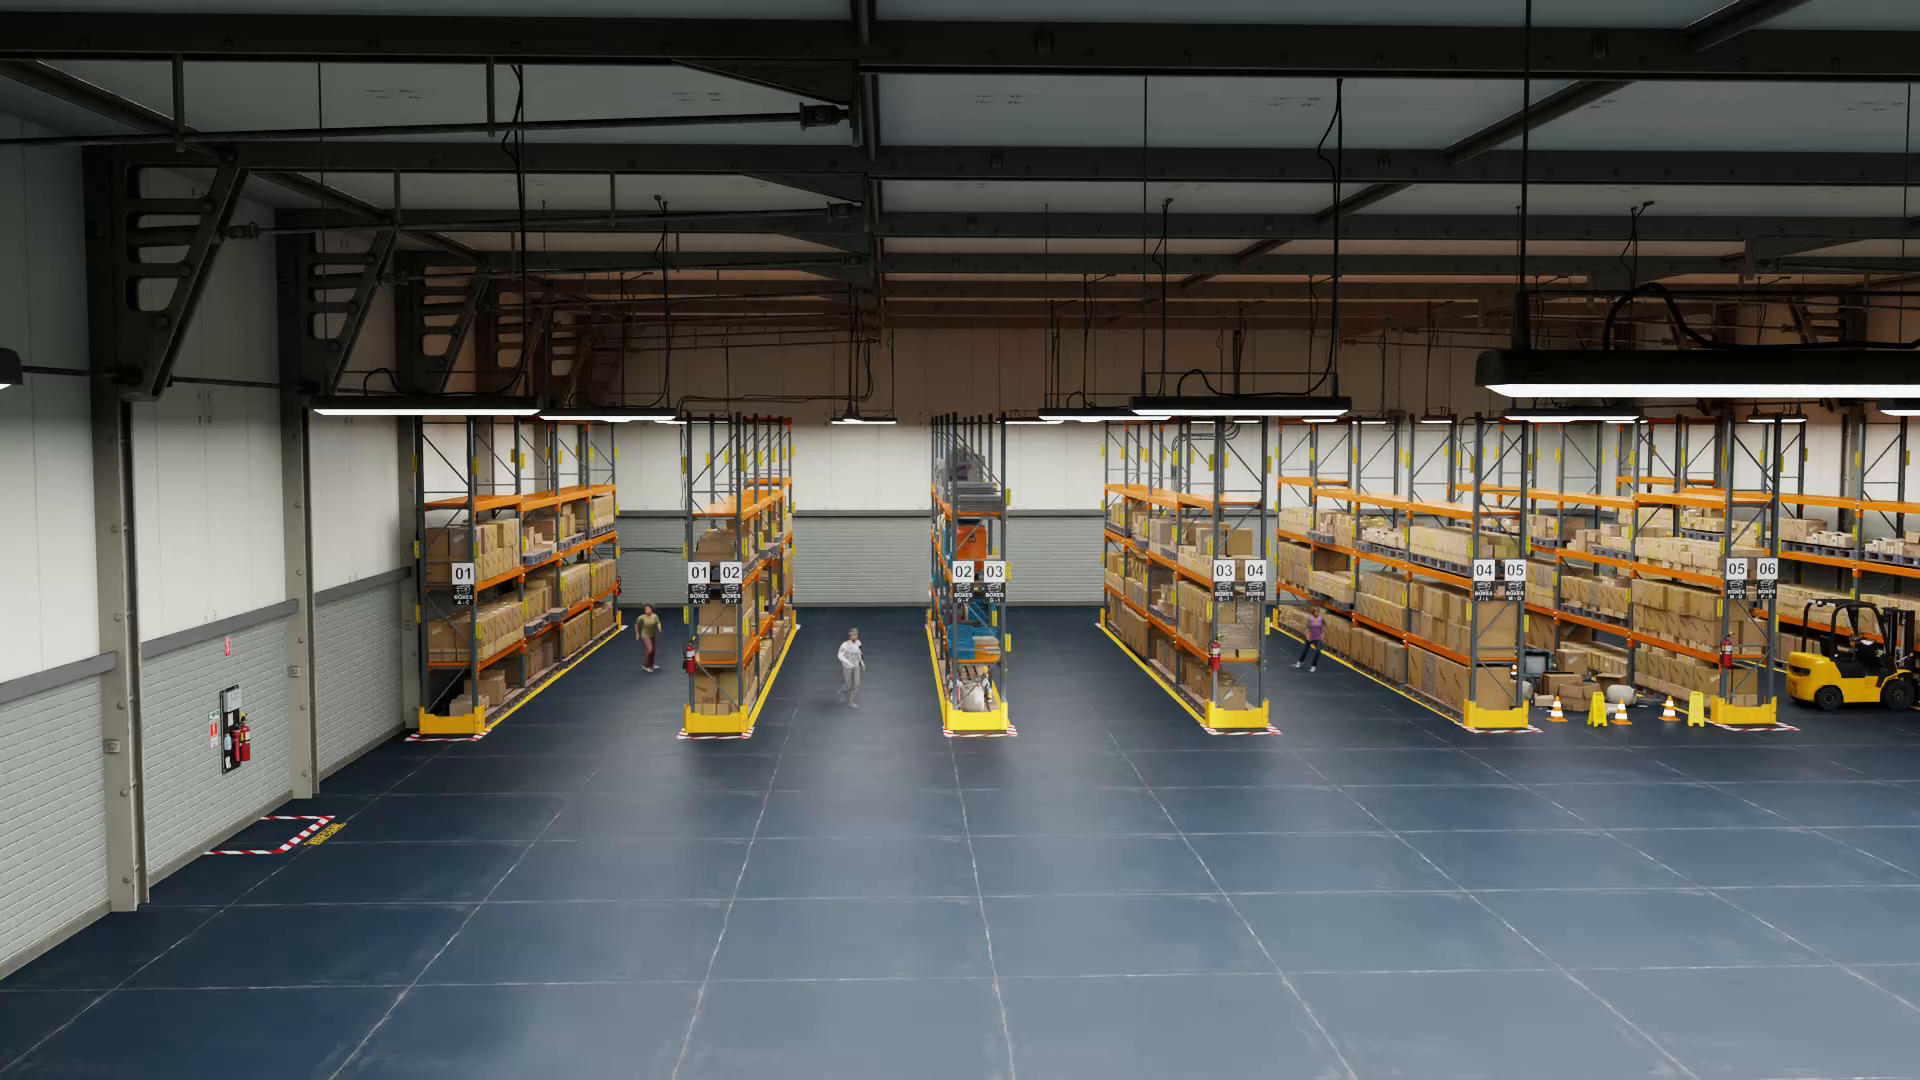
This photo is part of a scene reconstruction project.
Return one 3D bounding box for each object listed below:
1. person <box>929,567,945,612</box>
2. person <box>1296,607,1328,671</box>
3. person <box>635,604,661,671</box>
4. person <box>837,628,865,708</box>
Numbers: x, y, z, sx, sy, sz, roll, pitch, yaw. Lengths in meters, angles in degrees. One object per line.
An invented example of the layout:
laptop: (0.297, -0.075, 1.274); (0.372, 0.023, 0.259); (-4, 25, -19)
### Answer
person: (-0.546, 1.607, 48.639); (0.566, 1.692, 0.899); (3, 5, 39)
person: (8.280, 2.307, 39.116); (0.733, 1.537, 0.580); (1, 4, 13)
person: (-7.275, 2.328, 39.074); (0.759, 1.558, 0.577); (4, 5, 44)
person: (-2.258, 2.600, 34.061); (0.614, 1.642, 0.714); (-2, 5, -32)
